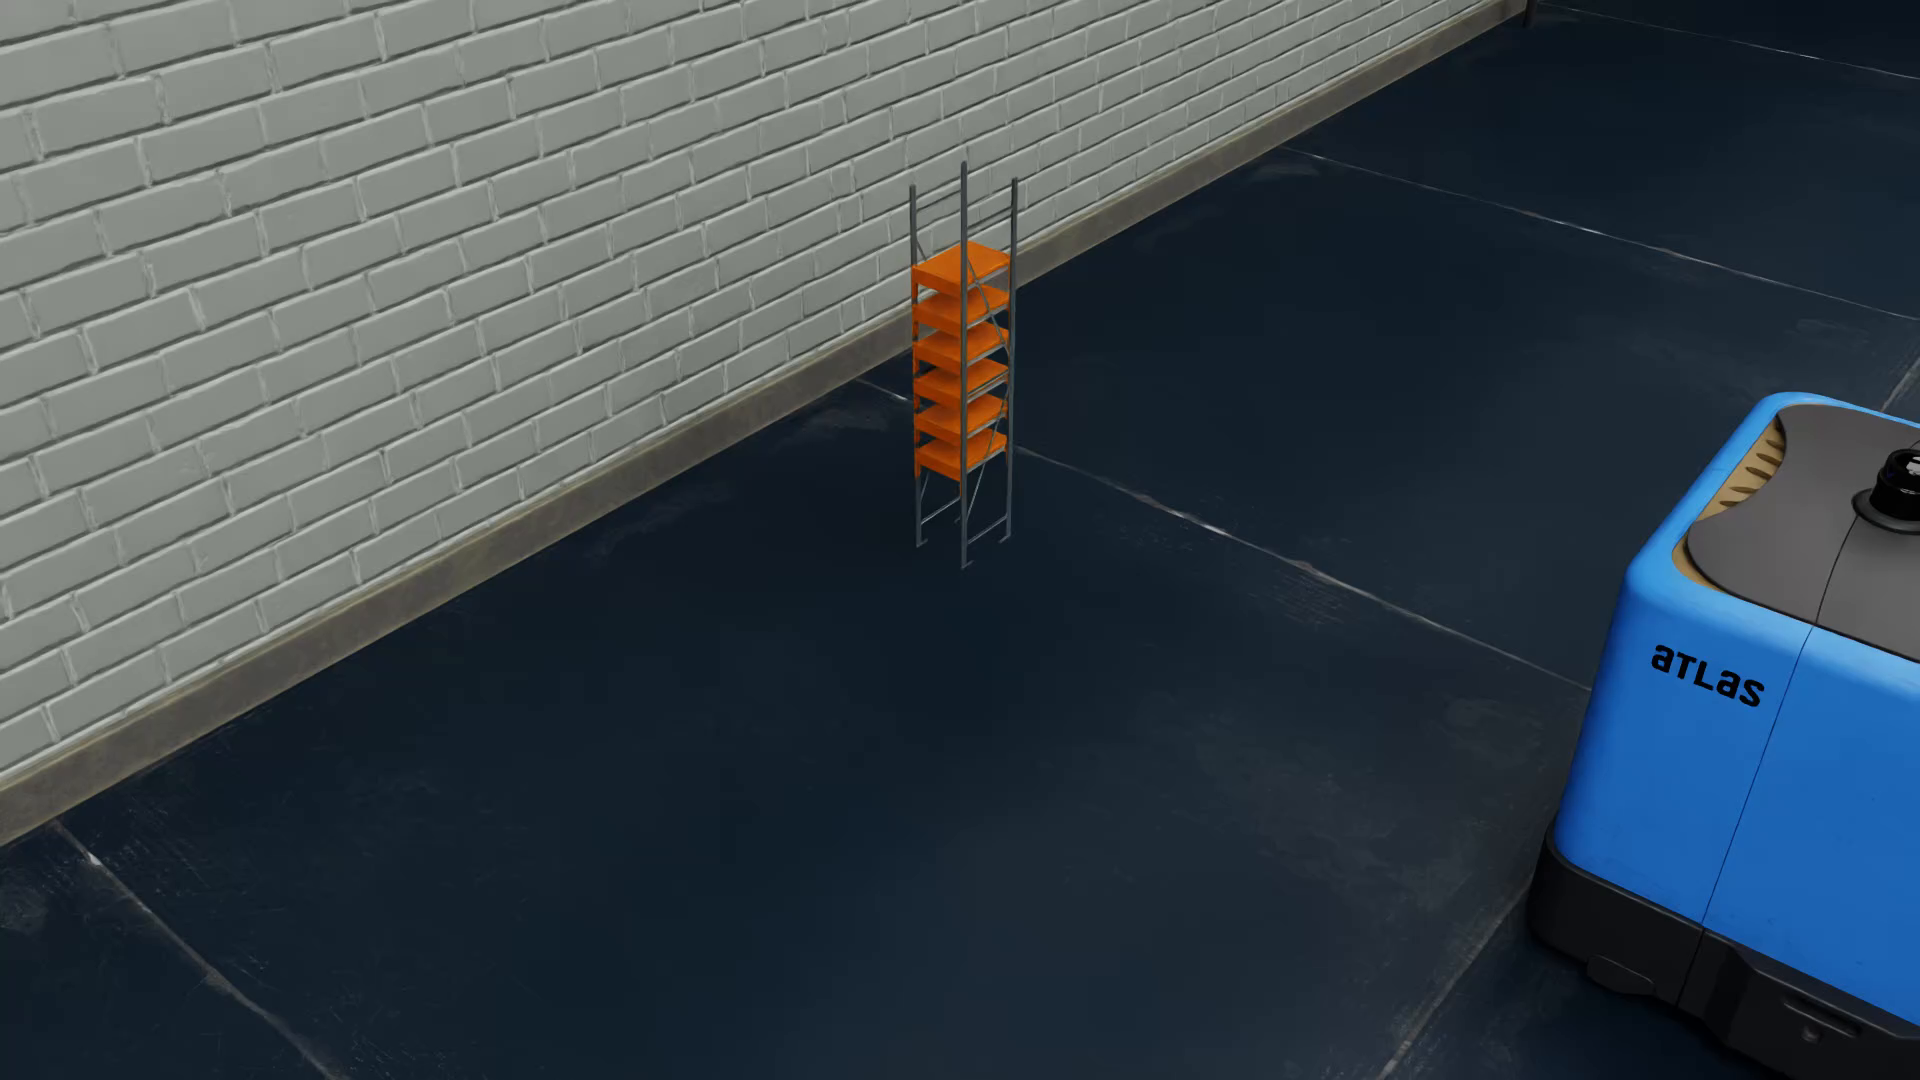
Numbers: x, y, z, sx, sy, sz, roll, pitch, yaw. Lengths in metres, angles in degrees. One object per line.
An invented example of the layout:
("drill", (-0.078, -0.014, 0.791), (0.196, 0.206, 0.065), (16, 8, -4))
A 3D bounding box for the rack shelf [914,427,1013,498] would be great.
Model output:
("rack shelf", (0.011, -0.255, 5.064), (0.180, 0.103, 0.258), (25, 42, 32))

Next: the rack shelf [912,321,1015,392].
("rack shelf", (0.011, -0.552, 4.860), (0.180, 0.103, 0.258), (25, 42, 32))

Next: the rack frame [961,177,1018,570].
("rack frame", (0.081, -0.456, 4.854), (0.006, 1.200, 0.240), (25, 42, 32))

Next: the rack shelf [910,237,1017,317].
("rack shelf", (0.011, -0.749, 4.724), (0.180, 0.103, 0.258), (25, 42, 32))

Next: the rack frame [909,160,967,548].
("rack frame", (-0.059, -0.523, 4.951), (0.006, 1.200, 0.240), (25, 42, 32))

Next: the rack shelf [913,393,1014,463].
("rack shelf", (0.011, -0.354, 4.996), (0.180, 0.103, 0.258), (25, 42, 32))

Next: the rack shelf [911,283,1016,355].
("rack shelf", (0.011, -0.651, 4.792), (0.180, 0.103, 0.258), (25, 42, 32))

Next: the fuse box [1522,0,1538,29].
("fuse box", (3.287, -3.642, 9.042), (0.414, 1.711, 0.539), (25, 42, 32))

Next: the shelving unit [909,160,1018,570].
("shelving unit", (0.011, -0.489, 4.903), (0.189, 1.200, 0.258), (25, 42, 32))

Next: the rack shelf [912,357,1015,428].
("rack shelf", (0.011, -0.453, 4.928), (0.180, 0.103, 0.258), (25, 42, 32))

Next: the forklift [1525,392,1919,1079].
("forklift", (2.781, 0.038, 2.605), (3.031, 2.935, 1.130), (24, 41, 31))
